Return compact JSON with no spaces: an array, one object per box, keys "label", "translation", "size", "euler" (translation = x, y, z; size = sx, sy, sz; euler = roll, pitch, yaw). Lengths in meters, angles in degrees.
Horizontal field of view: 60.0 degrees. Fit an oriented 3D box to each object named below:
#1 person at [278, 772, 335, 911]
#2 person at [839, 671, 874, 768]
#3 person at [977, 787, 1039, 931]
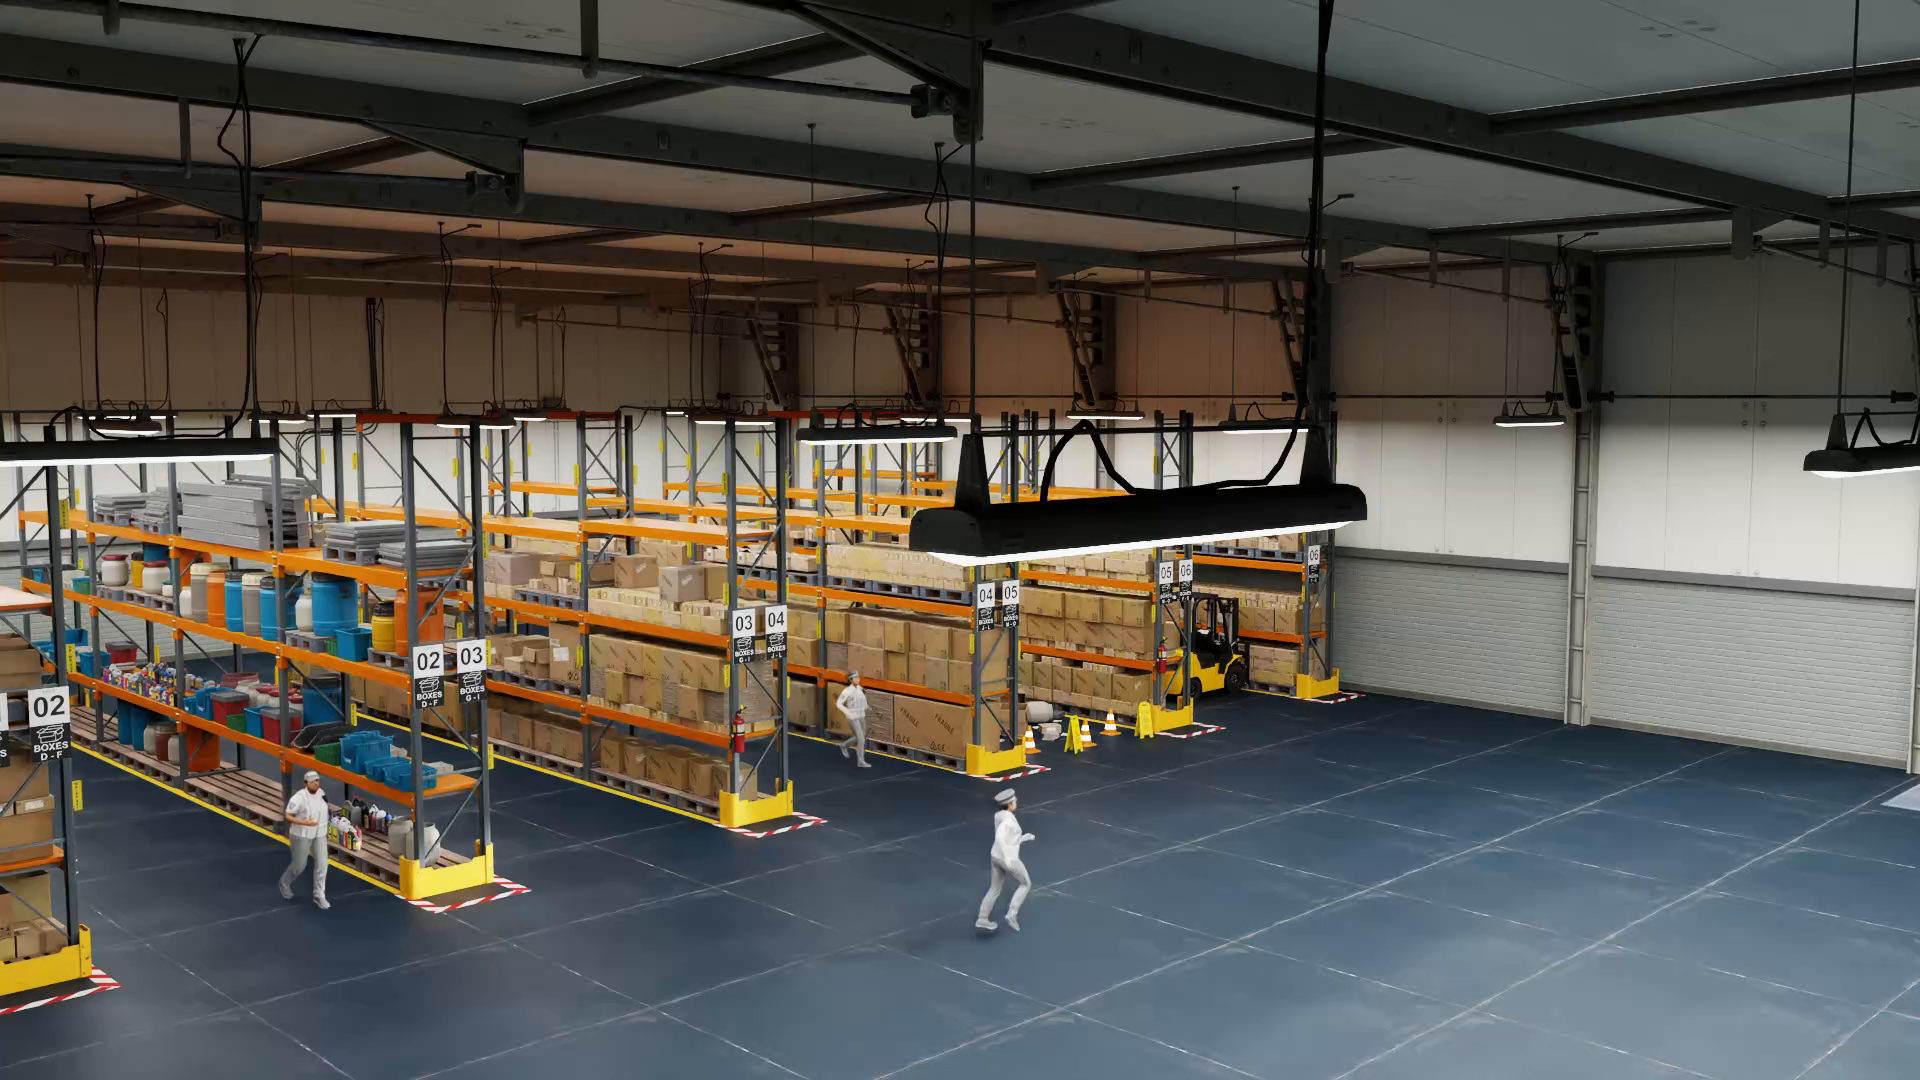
[{"label":"person","translation":[-8.091,3.715,20.727],"size":[0.850,1.673,0.627],"euler":[4,6,36]},{"label":"person","translation":[-1.784,3.041,28.376],"size":[0.687,1.652,0.620],"euler":[4,6,37]},{"label":"person","translation":[0.586,3.791,19.634],"size":[0.810,1.734,0.572],"euler":[-2,6,-26]}]
